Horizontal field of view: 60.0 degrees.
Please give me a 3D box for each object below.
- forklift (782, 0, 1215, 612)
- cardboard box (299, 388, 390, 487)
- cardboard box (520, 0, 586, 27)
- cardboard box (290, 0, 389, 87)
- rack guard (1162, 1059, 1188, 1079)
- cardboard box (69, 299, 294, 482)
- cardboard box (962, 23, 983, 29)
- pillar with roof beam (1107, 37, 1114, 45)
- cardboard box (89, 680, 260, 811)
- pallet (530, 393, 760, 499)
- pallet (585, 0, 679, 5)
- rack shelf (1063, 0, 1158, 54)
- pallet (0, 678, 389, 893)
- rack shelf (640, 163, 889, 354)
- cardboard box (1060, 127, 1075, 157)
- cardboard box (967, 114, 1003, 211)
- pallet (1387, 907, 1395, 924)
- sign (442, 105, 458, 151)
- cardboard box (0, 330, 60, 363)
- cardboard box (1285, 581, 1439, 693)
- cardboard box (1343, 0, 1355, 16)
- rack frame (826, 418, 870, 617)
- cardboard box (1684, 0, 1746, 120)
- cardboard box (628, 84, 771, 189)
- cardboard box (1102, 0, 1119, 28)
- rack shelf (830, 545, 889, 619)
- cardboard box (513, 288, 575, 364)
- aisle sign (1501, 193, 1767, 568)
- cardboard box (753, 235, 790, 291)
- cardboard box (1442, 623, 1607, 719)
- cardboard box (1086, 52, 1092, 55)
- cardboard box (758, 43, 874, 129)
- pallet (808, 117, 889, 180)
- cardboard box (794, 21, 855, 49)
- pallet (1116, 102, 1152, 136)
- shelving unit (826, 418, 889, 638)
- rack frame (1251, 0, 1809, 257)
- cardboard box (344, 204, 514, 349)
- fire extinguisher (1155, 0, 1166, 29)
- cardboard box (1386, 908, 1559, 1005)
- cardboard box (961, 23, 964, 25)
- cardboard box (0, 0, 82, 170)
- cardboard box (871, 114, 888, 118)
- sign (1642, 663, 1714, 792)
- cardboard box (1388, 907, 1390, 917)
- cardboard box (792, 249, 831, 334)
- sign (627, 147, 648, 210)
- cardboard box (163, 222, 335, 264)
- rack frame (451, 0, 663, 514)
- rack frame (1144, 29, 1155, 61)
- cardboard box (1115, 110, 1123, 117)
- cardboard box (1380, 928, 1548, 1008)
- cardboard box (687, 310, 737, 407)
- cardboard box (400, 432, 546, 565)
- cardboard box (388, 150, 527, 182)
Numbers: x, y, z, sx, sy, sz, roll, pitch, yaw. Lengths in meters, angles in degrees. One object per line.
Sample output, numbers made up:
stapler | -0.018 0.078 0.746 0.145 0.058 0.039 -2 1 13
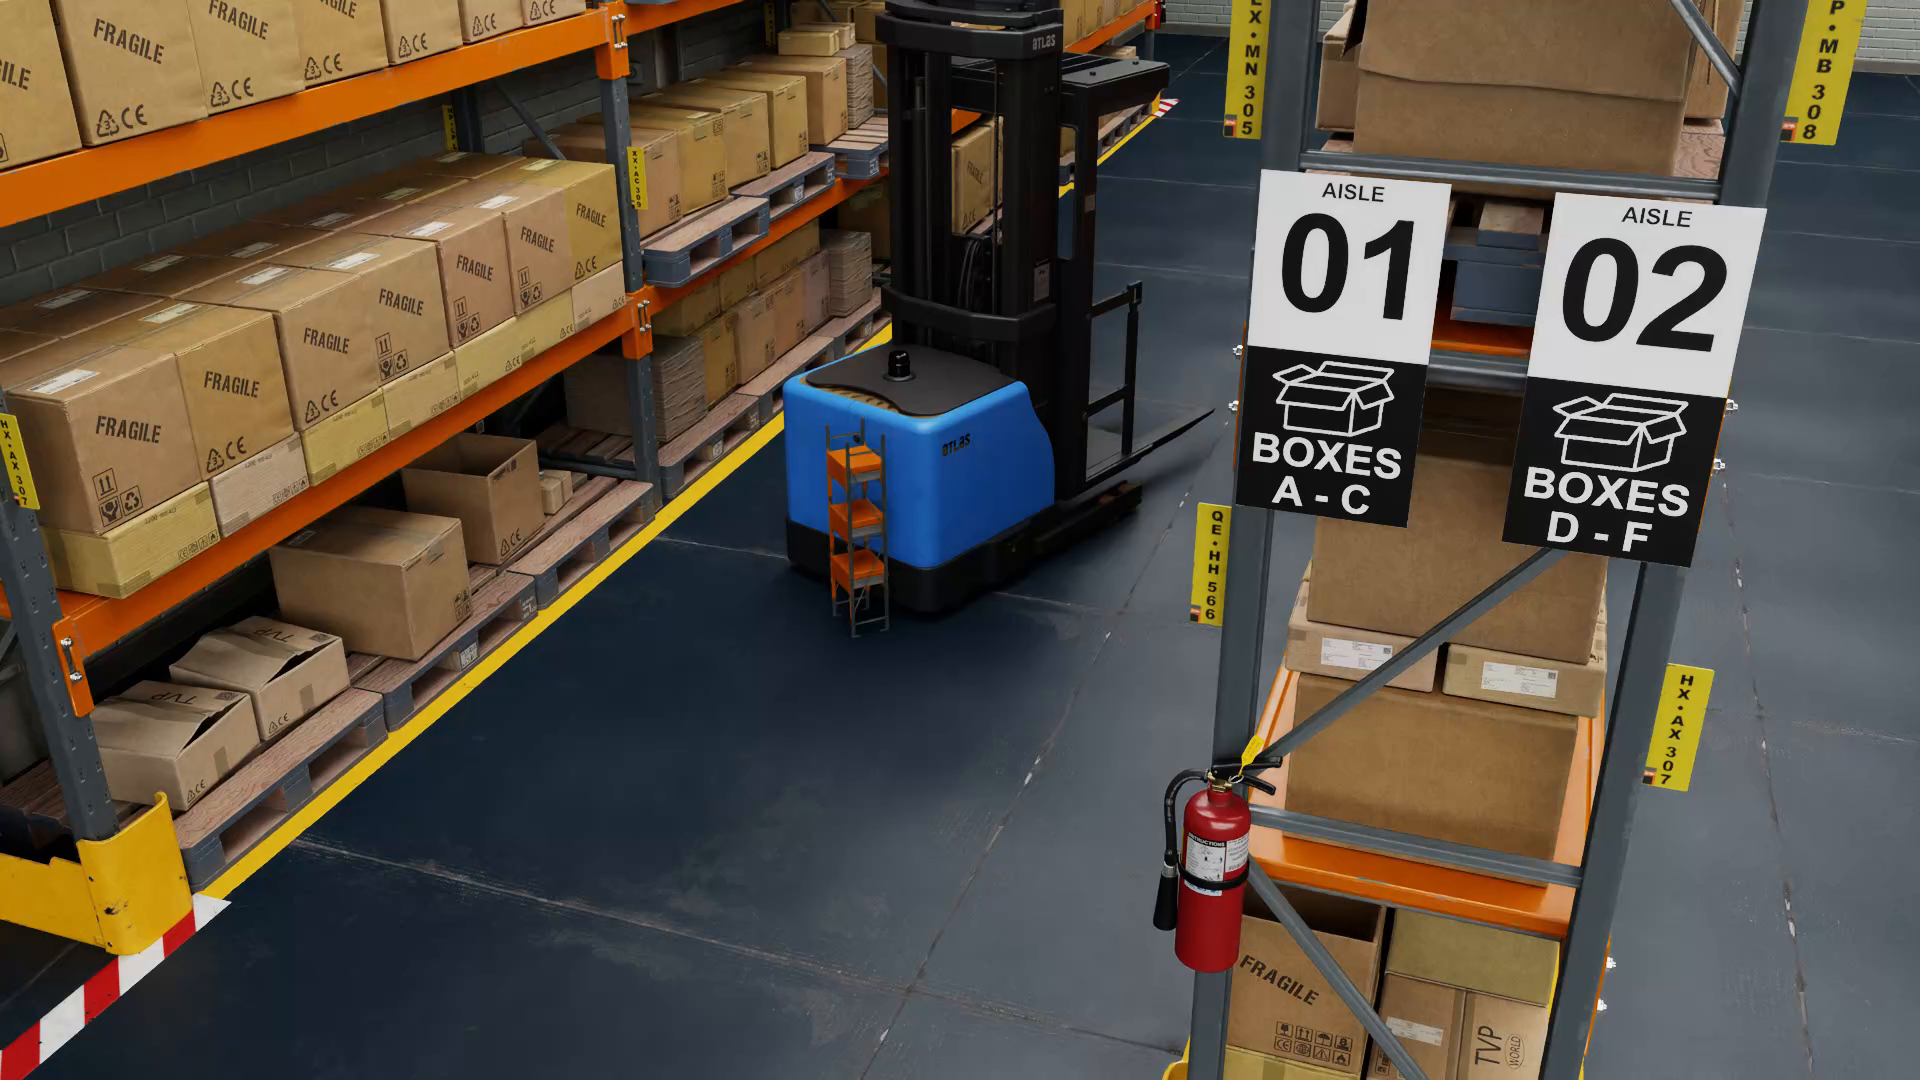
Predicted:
forklift | 0.395 -1.531 9.050 1.130 2.935 3.031 19 32 35
cardboard box | -2.746 -0.461 6.909 0.500 0.250 0.500 8 27 17
cardboard box | -2.147 -2.744 7.897 0.500 0.500 0.500 10 27 19
cardboard box | -2.656 -2.099 6.563 0.500 0.500 0.500 10 28 21
rack guard | 1.122 1.911 4.730 1.175 0.500 0.348 9 27 17
cardboard box | -2.926 -0.574 6.283 0.500 0.500 0.500 9 27 18
cardboard box | -0.128 -3.997 13.583 0.500 0.500 0.500 9 27 17
pillar with roof beam | 5.924 -9.827 19.220 9.100 9.000 0.400 9 27 17
cardboard box | -3.227 0.800 6.736 0.500 0.311 0.500 6 26 12
pallet | -1.954 -0.650 10.350 1.003 0.211 1.213 9 27 17
pallet | -1.906 -3.089 8.960 1.213 0.211 1.003 9 27 17
rack shelf | 1.116 -5.370 17.725 1.077 0.370 4.000 9 27 17
pallet | -3.214 0.954 7.037 1.003 0.211 1.213 9 27 17
rack shelf | -1.546 -2.083 10.935 1.077 0.370 4.000 9 27 17
cardboard box | 0.796 -4.229 16.928 0.700 0.500 0.500 9 27 18
cardboard box | 0.064 -3.442 14.902 0.750 0.750 0.750 10 27 19
pallet | 1.753 1.211 6.507 1.003 0.211 1.213 9 27 17
sign | -2.736 -2.185 8.992 0.100 0.325 0.005 9 27 17
cardboard box | -3.586 -0.445 6.015 0.500 0.500 0.500 8 27 17
cardboard box | 1.078 0.254 4.424 0.380 0.149 0.250 8 27 17
cardboard box | 1.450 -1.526 4.978 0.500 0.311 0.500 12 28 23
rack frame | -0.555 -0.101 8.254 0.200 1.050 0.008 -12 28 -24
cardboard box | 1.940 -1.514 4.736 0.500 0.500 0.500 9 27 17
cardboard box | -1.628 -2.536 10.426 0.700 0.500 0.500 13 29 24
cardboard box | 1.128 -5.828 17.500 0.980 0.700 0.700 7 27 15
rack shelf | -0.500 0.206 8.282 0.215 0.259 0.240 -12 28 -24
cardboard box | -2.257 -1.084 8.196 0.500 0.250 0.500 9 27 18
aisle sign | 1.397 -0.323 3.492 0.394 0.787 0.004 9 27 17
cardboard box | -1.486 -1.898 11.232 0.500 0.250 0.500 9 27 17
cardboard box | 1.464 0.309 4.311 0.380 0.149 0.250 9 27 17
cardboard box | 1.245 -5.339 18.478 0.380 0.149 0.250 9 27 18
cardboard box | -1.027 -3.277 11.957 0.700 0.500 0.500 6 26 11
pallet | -1.017 -2.834 11.881 1.213 0.211 1.003 9 27 17
cardboard box | -0.967 -3.617 11.915 0.380 0.149 0.250 5 26 11
pallet | 1.590 -4.921 19.172 1.003 0.211 1.213 9 27 17
shelving unit | -0.500 -0.054 8.156 0.215 1.050 0.252 -12 28 -24
rack frame | 1.130 -1.924 2.898 1.000 3.000 0.127 9 27 17
cardboard box | -2.416 -1.213 7.603 0.500 0.500 0.500 8 27 16
fire extinguisher | 2.267 -6.309 19.354 0.296 0.674 0.183 9 27 17
cardboard box | 1.683 1.093 5.363 0.500 0.500 0.500 9 27 17
cardboard box | -0.145 -4.330 13.412 0.500 0.250 0.500 9 27 18
cardboard box | -3.195 -1.446 5.215 0.500 0.500 0.500 9 27 19
cardboard box | -0.552 -3.226 12.737 0.380 0.149 0.250 8 27 17
sign | 1.651 0.433 3.828 0.100 0.325 0.005 9 27 17
cardboard box | 1.350 1.148 6.110 0.500 0.250 0.500 9 27 17
cardboard box | -1.352 -1.803 11.896 0.700 0.500 0.500 9 27 17
sign | -1.697 -1.899 8.736 0.100 0.325 0.005 9 27 17
cardboard box | -3.074 -1.070 7.307 0.500 0.500 0.500 9 27 18
rack frame | -2.211 -1.585 9.081 1.000 3.000 0.127 9 27 17
rack frame | 1.782 -6.516 19.266 1.000 3.000 0.127 9 27 17
cardboard box | 1.477 -5.072 18.671 0.700 0.500 0.500 9 27 17
cardboard box | 1.681 1.430 5.527 0.500 0.250 0.500 9 27 17
cardboard box | -1.858 -1.182 10.613 0.700 0.500 0.500 8 27 16
cardboard box | -2.519 -0.225 8.637 0.500 0.500 0.500 7 27 14
cardboard box | -2.565 -1.701 8.610 0.500 0.500 0.500 8 27 16
